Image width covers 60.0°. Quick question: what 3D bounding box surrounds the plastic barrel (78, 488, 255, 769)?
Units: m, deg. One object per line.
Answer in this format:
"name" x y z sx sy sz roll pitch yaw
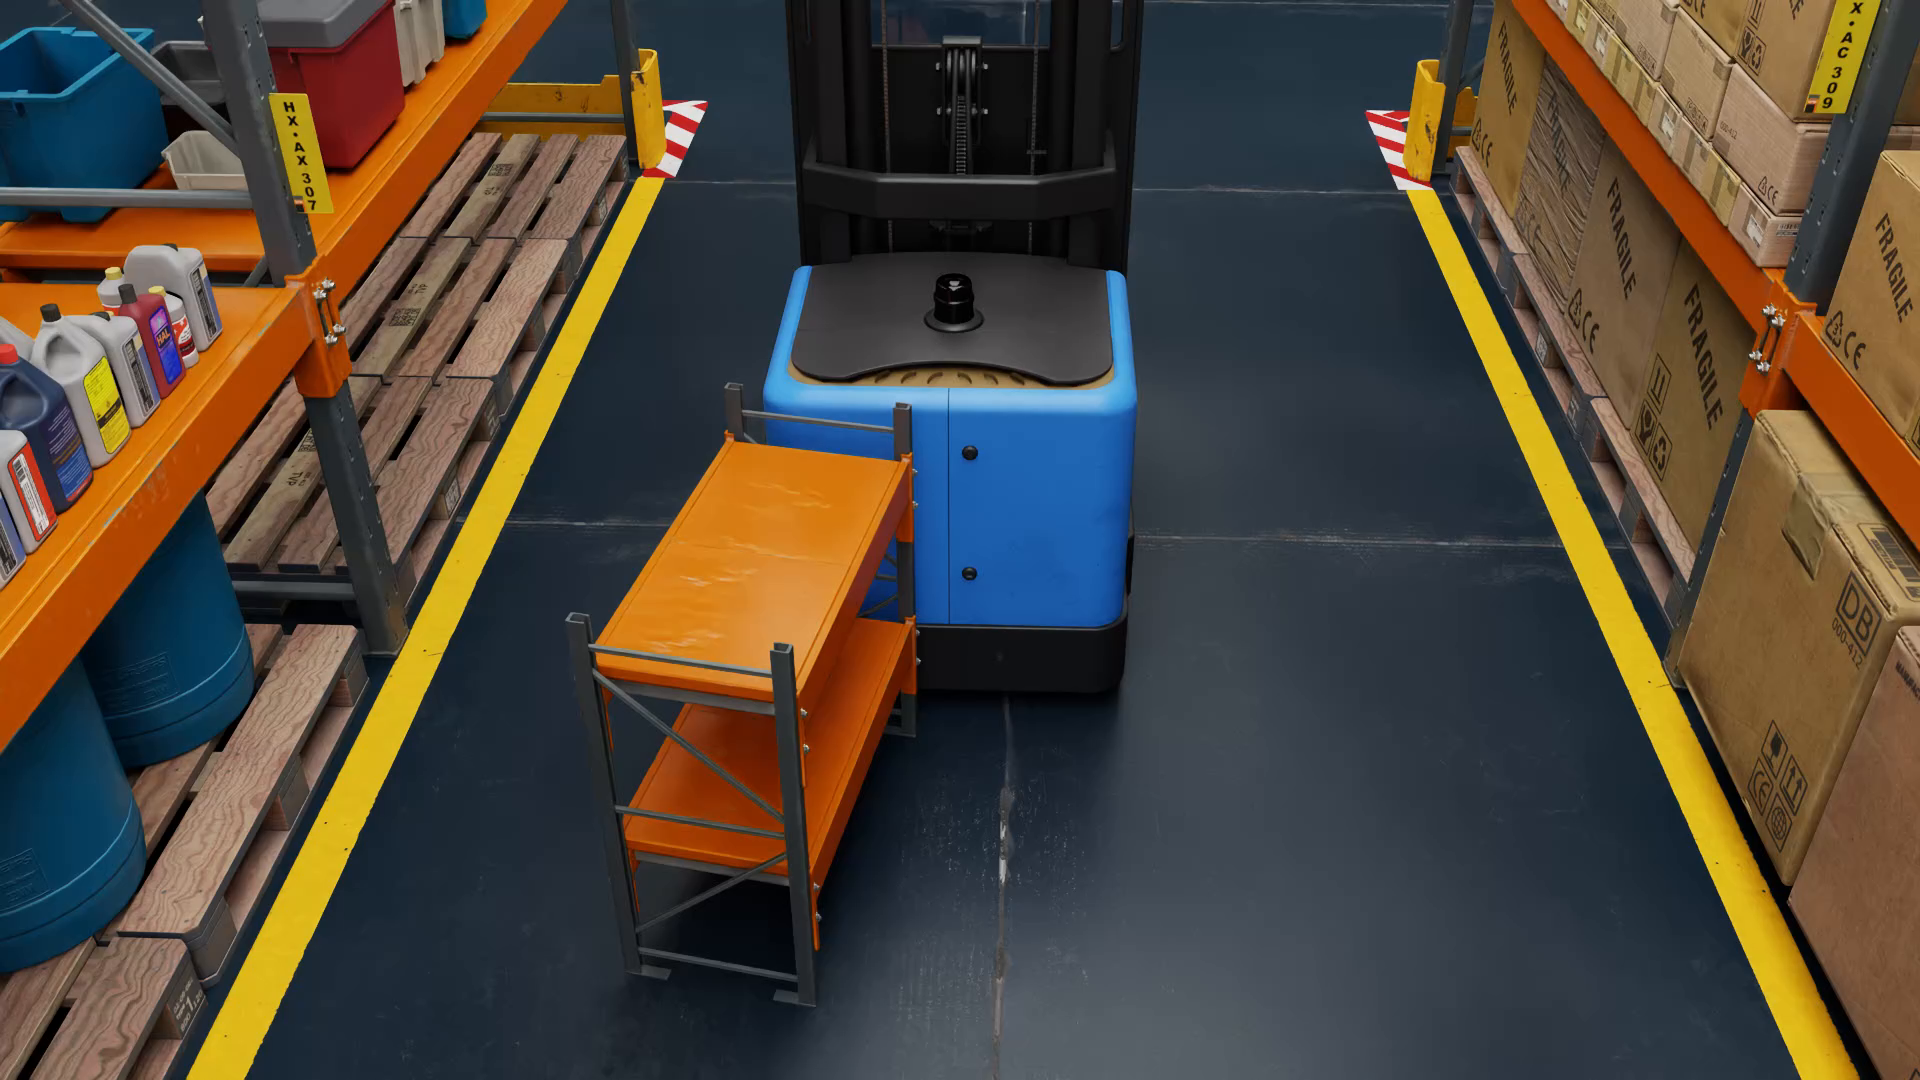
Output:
"plastic barrel" -2.301 0.096 4.465 0.600 0.901 0.708 1 35 2

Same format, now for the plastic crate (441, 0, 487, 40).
"plastic crate" -1.928 -1.972 6.040 0.416 0.233 0.300 1 35 2

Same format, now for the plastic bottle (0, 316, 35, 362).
"plastic bottle" -2.116 -0.351 3.683 0.144 0.351 0.185 1 35 2

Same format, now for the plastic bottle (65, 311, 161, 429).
"plastic bottle" -1.970 -0.409 3.831 0.152 0.276 0.135 1 35 2

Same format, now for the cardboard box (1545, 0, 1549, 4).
"cardboard box" 2.464 -2.198 6.487 0.380 0.149 0.250 1 35 1

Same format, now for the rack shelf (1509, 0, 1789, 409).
"rack shelf" 2.767 -1.644 6.106 1.077 0.370 4.000 1 35 2

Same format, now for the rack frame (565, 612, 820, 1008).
"rack frame" -0.596 0.655 3.839 0.500 1.125 0.032 7 36 10

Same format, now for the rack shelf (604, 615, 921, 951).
"rack shelf" -0.484 0.570 4.385 0.538 0.278 1.000 7 36 10

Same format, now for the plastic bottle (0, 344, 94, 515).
"plastic bottle" -1.980 -0.241 3.527 0.144 0.351 0.185 1 35 2

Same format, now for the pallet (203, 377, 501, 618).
"pallet" -2.272 -0.186 5.831 1.003 0.211 1.213 1 35 2

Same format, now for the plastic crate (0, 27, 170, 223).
"plastic crate" -2.584 -1.197 4.807 0.392 0.384 0.575 1 35 2

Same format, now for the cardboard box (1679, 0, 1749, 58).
"cardboard box" 2.462 -1.714 4.800 0.500 0.500 0.500 2 35 2

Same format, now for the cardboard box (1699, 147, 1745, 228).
"cardboard box" 2.382 -1.017 4.807 0.380 0.149 0.250 2 35 3

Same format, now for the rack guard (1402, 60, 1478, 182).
"rack guard" 2.848 -2.078 8.272 1.175 0.500 0.348 1 35 2

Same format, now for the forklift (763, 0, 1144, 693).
"forklift" 0.023 -1.561 5.422 1.130 2.935 3.031 1 35 2

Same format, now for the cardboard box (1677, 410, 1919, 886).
"cardboard box" 2.681 0.277 4.230 1.225 0.875 0.875 1 35 2

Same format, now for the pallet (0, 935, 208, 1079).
"pallet" -2.381 1.383 3.599 1.003 0.211 1.213 1 35 2

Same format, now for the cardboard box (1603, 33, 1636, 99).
"cardboard box" 2.423 -1.607 5.647 0.380 0.149 0.250 1 35 1

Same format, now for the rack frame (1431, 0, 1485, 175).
"rack frame" 2.847 -3.087 7.534 1.000 3.000 0.127 1 35 2

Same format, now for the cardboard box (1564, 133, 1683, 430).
"cardboard box" 2.829 -0.986 6.027 0.875 0.875 0.875 1 35 2

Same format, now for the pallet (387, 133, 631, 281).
"pallet" -2.174 -1.588 7.825 1.003 0.211 1.213 1 35 2

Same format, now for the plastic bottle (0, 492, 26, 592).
"plastic bottle" -1.996 -0.042 3.309 0.152 0.276 0.135 1 35 2

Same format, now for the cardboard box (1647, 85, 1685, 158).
"cardboard box" 2.402 -1.312 5.227 0.380 0.149 0.250 2 35 3

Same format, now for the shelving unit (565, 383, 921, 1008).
"shelving unit" -0.484 0.370 4.245 0.538 1.125 1.048 7 36 10

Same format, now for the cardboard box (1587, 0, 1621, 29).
"cardboard box" 2.504 -1.991 5.845 0.500 0.250 0.500 1 35 1

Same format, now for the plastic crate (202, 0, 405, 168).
"plastic crate" -1.976 -1.461 5.113 0.402 0.464 0.583 1 35 2

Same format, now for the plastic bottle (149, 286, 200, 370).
"plastic bottle" -1.933 -0.521 4.055 0.097 0.201 0.097 0 35 0

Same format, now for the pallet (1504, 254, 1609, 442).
"pallet" 2.842 -0.786 6.685 1.003 0.211 1.213 1 35 2

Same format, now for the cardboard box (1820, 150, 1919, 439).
"cardboard box" 2.418 -0.571 3.867 0.500 0.500 0.500 1 35 2

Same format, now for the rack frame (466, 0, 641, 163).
"rack frame" -2.102 -3.201 7.697 1.000 3.000 0.127 1 35 2

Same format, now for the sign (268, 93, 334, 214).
"sign" -1.713 -1.003 4.327 0.100 0.325 0.005 1 35 2

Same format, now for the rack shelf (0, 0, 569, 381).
"rack shelf" -2.182 -1.758 6.268 1.077 0.370 4.000 1 35 2

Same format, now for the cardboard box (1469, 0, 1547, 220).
"cardboard box" 2.901 -2.020 7.498 0.875 0.875 0.875 1 35 2

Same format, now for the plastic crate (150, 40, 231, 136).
"plastic crate" -2.486 -1.465 5.412 0.437 0.125 0.590 1 35 2

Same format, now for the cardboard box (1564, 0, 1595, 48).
"cardboard box" 2.443 -1.904 6.069 0.380 0.149 0.250 0 35 1

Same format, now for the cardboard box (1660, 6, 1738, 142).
"cardboard box" 2.460 -1.406 5.014 0.500 0.250 0.500 2 35 3

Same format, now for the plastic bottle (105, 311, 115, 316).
"plastic bottle" -1.999 -0.446 3.948 0.097 0.201 0.097 0 35 0
